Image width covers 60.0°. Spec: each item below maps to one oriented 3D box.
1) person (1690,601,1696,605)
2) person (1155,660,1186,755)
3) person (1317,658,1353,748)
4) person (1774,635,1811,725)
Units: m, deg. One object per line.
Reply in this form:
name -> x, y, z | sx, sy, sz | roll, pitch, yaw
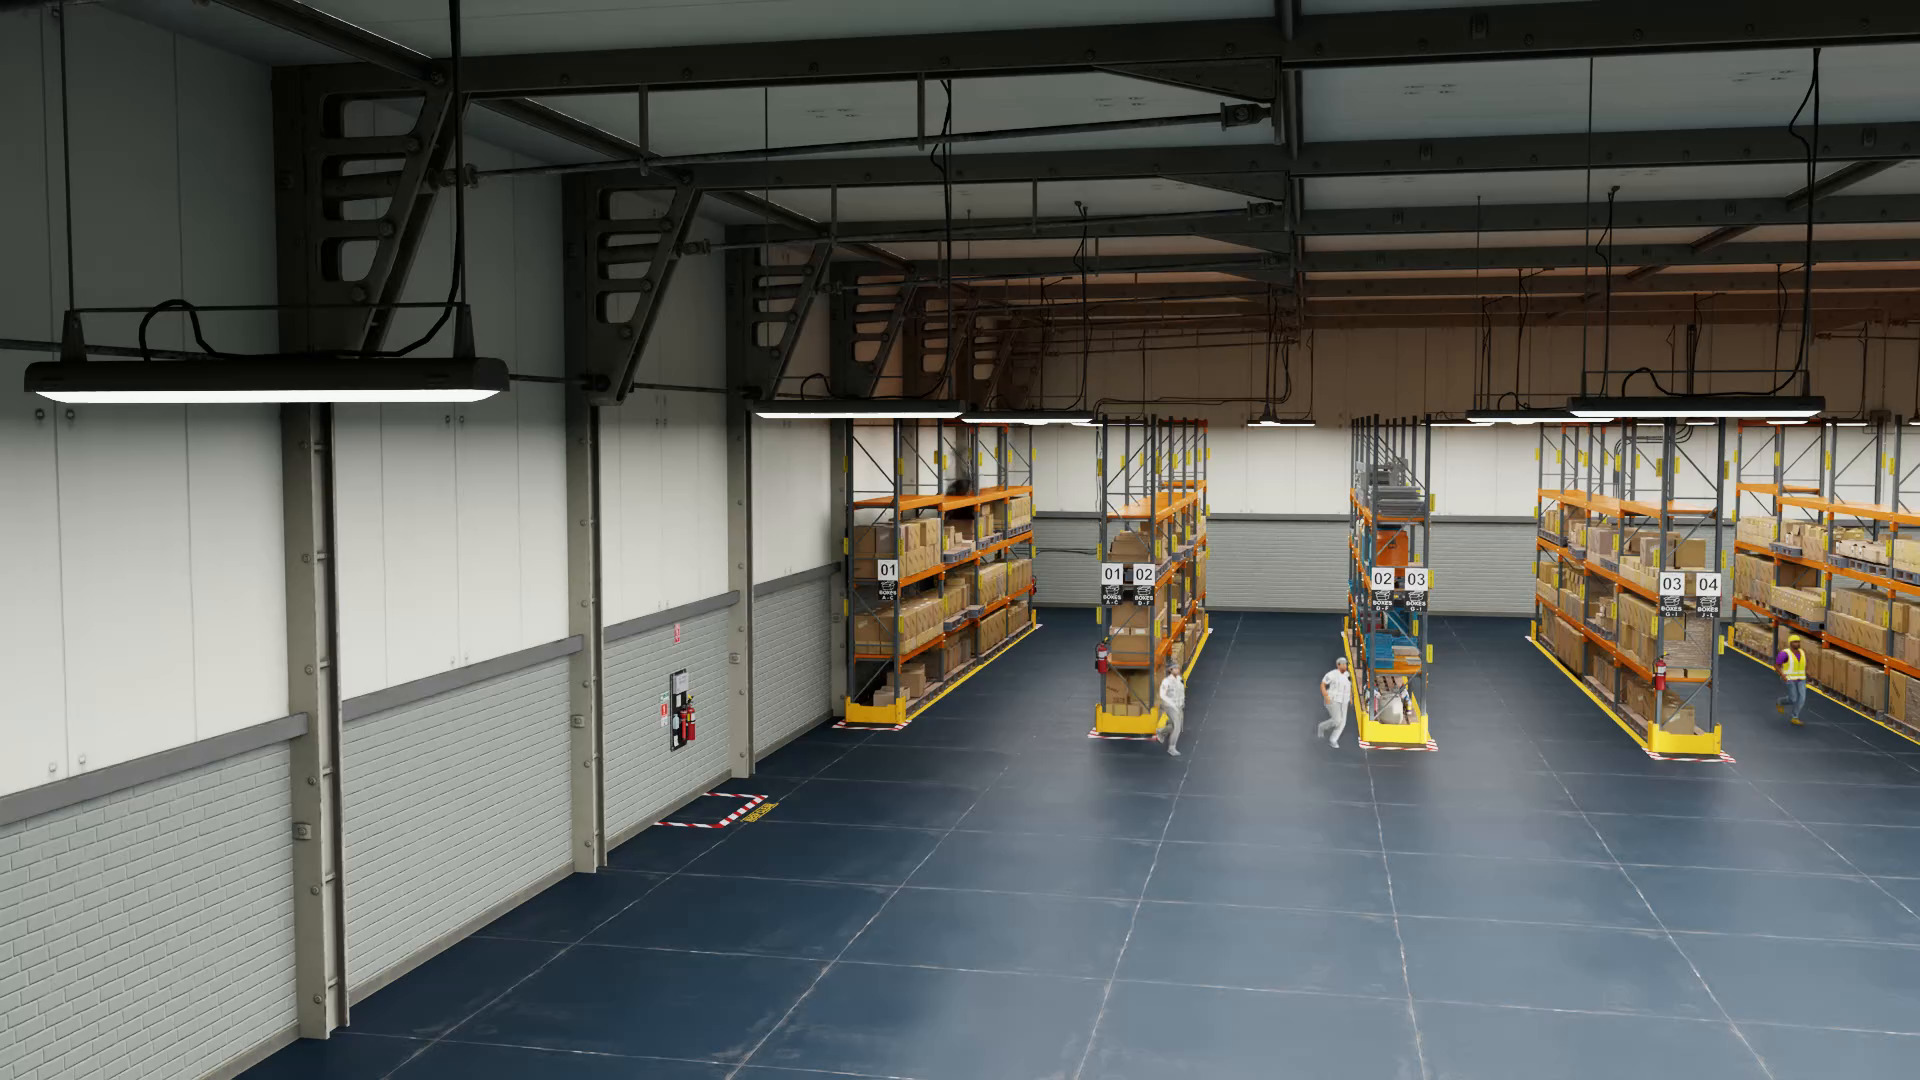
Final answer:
person -> 19.757, 1.935, 44.770 | 0.836, 1.681, 0.756 | -1, 4, -19
person -> 3.702, 2.947, 29.392 | 0.608, 1.687, 0.632 | -4, 5, -43
person -> 6.853, 2.924, 30.093 | 0.650, 1.595, 0.536 | -2, 4, -23
person -> 16.232, 2.708, 32.406 | 0.701, 1.726, 0.661 | 0, 4, -6
